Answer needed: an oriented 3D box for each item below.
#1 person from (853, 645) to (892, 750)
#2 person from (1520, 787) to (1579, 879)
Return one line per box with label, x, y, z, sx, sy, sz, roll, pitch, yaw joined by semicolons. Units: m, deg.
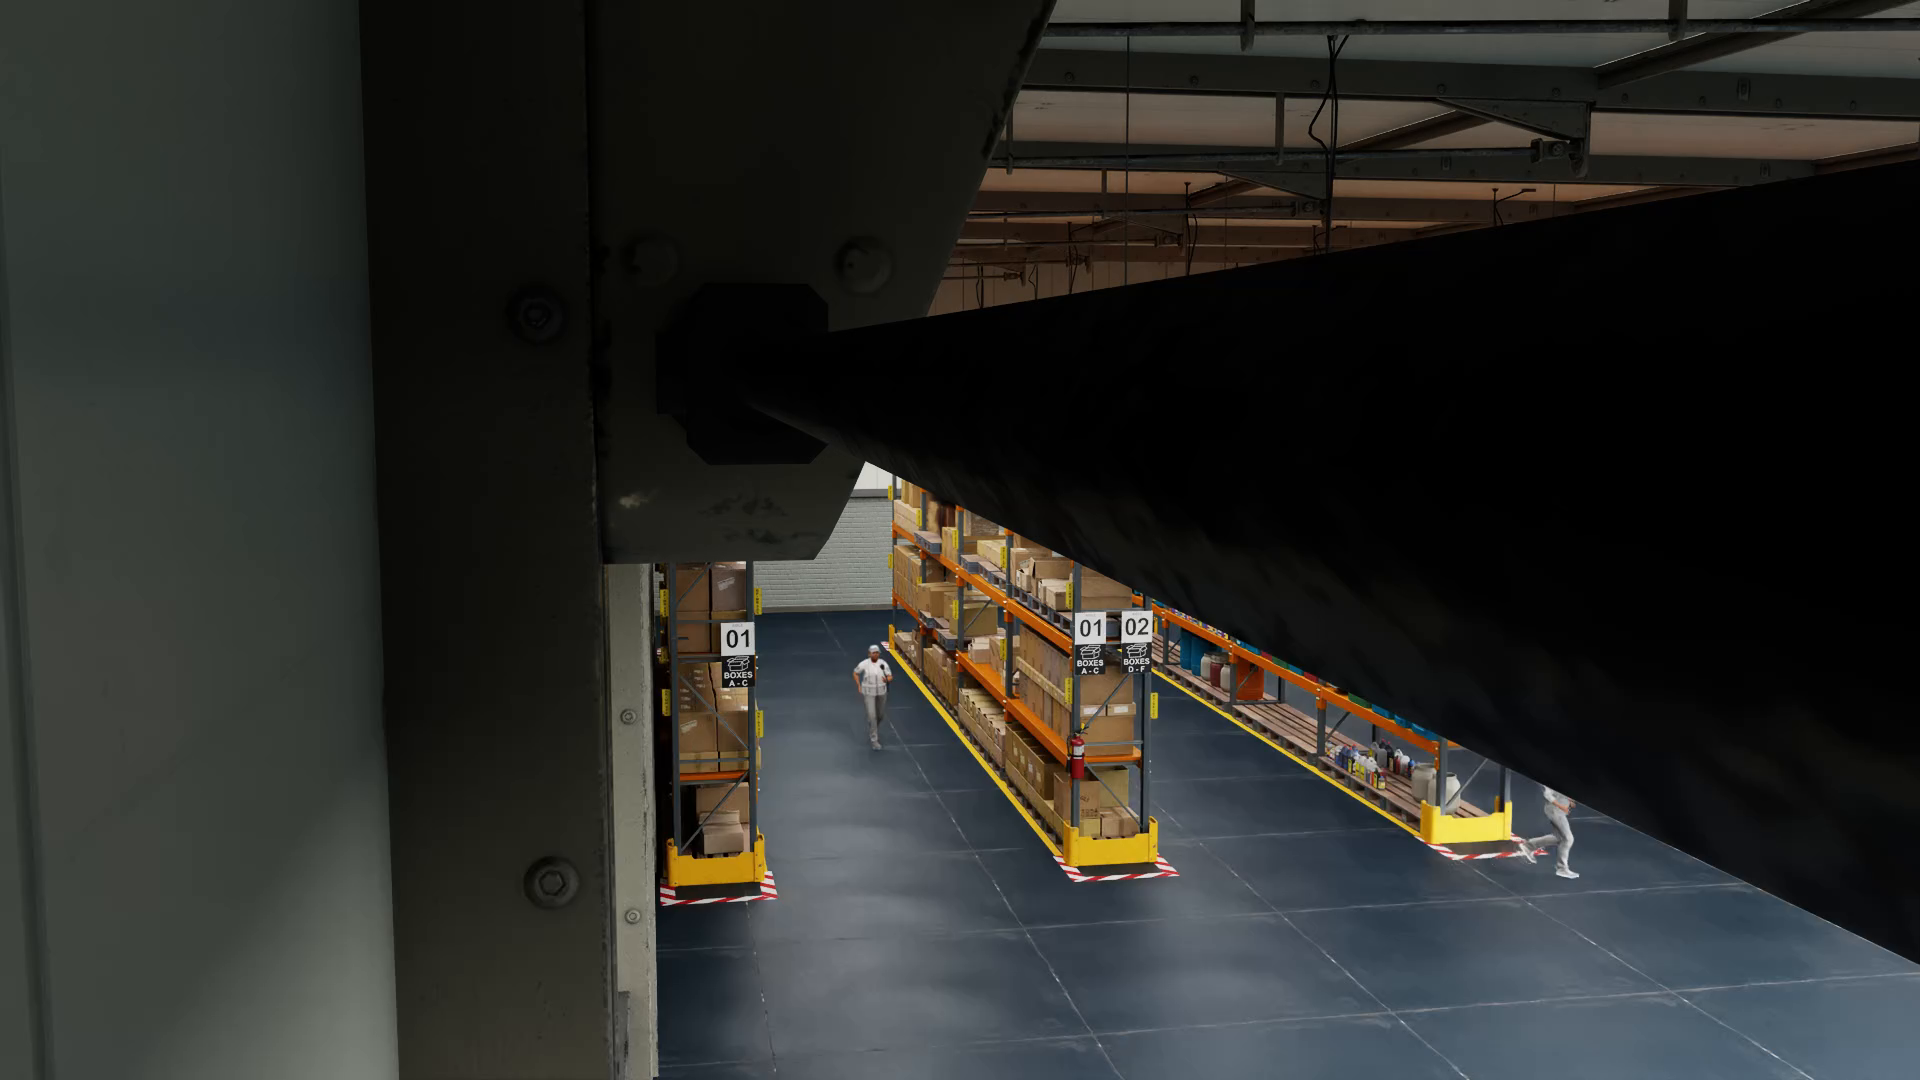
person;-1.411;2.538;27.316;0.608;1.650;0.943;-2;7;-20
person;7.248;3.350;20.384;0.702;1.578;0.558;2;7;21
